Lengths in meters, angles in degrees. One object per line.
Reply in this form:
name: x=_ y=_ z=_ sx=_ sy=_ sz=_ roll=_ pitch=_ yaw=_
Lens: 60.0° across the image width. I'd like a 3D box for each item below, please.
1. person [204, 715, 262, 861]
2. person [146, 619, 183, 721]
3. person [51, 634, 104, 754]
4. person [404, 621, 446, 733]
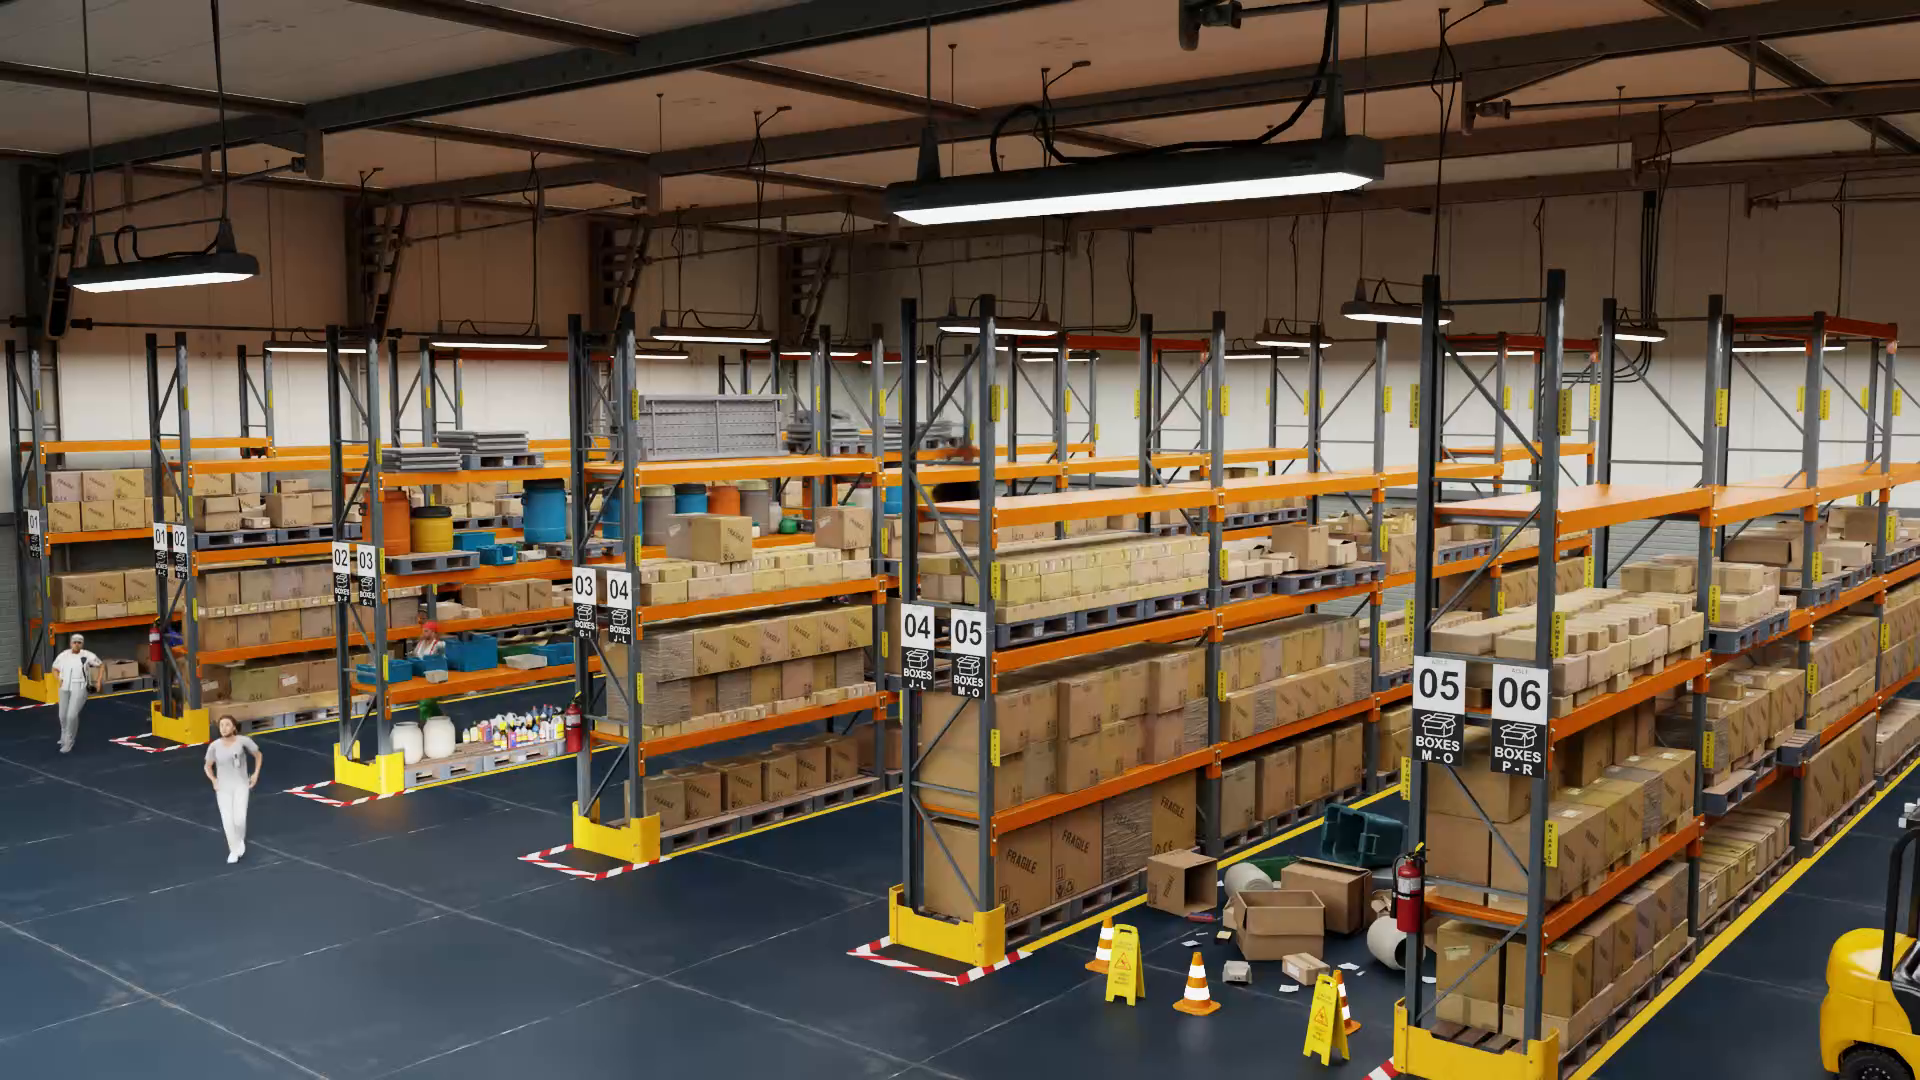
person: x=-7.952 y=2.720 z=18.176 sx=0.577 sy=1.628 sz=0.528 roll=-1 pitch=5 yaw=-14
person: x=-12.476 y=1.988 z=26.177 sx=0.604 sy=1.638 sz=0.765 roll=3 pitch=6 yaw=31
person: x=-12.743 y=2.192 z=23.960 sx=0.674 sy=1.695 sz=0.704 roll=-1 pitch=5 yaw=-8
person: x=-7.684 y=2.089 z=24.126 sx=0.632 sy=1.832 sz=0.765 roll=4 pitch=6 yaw=36
